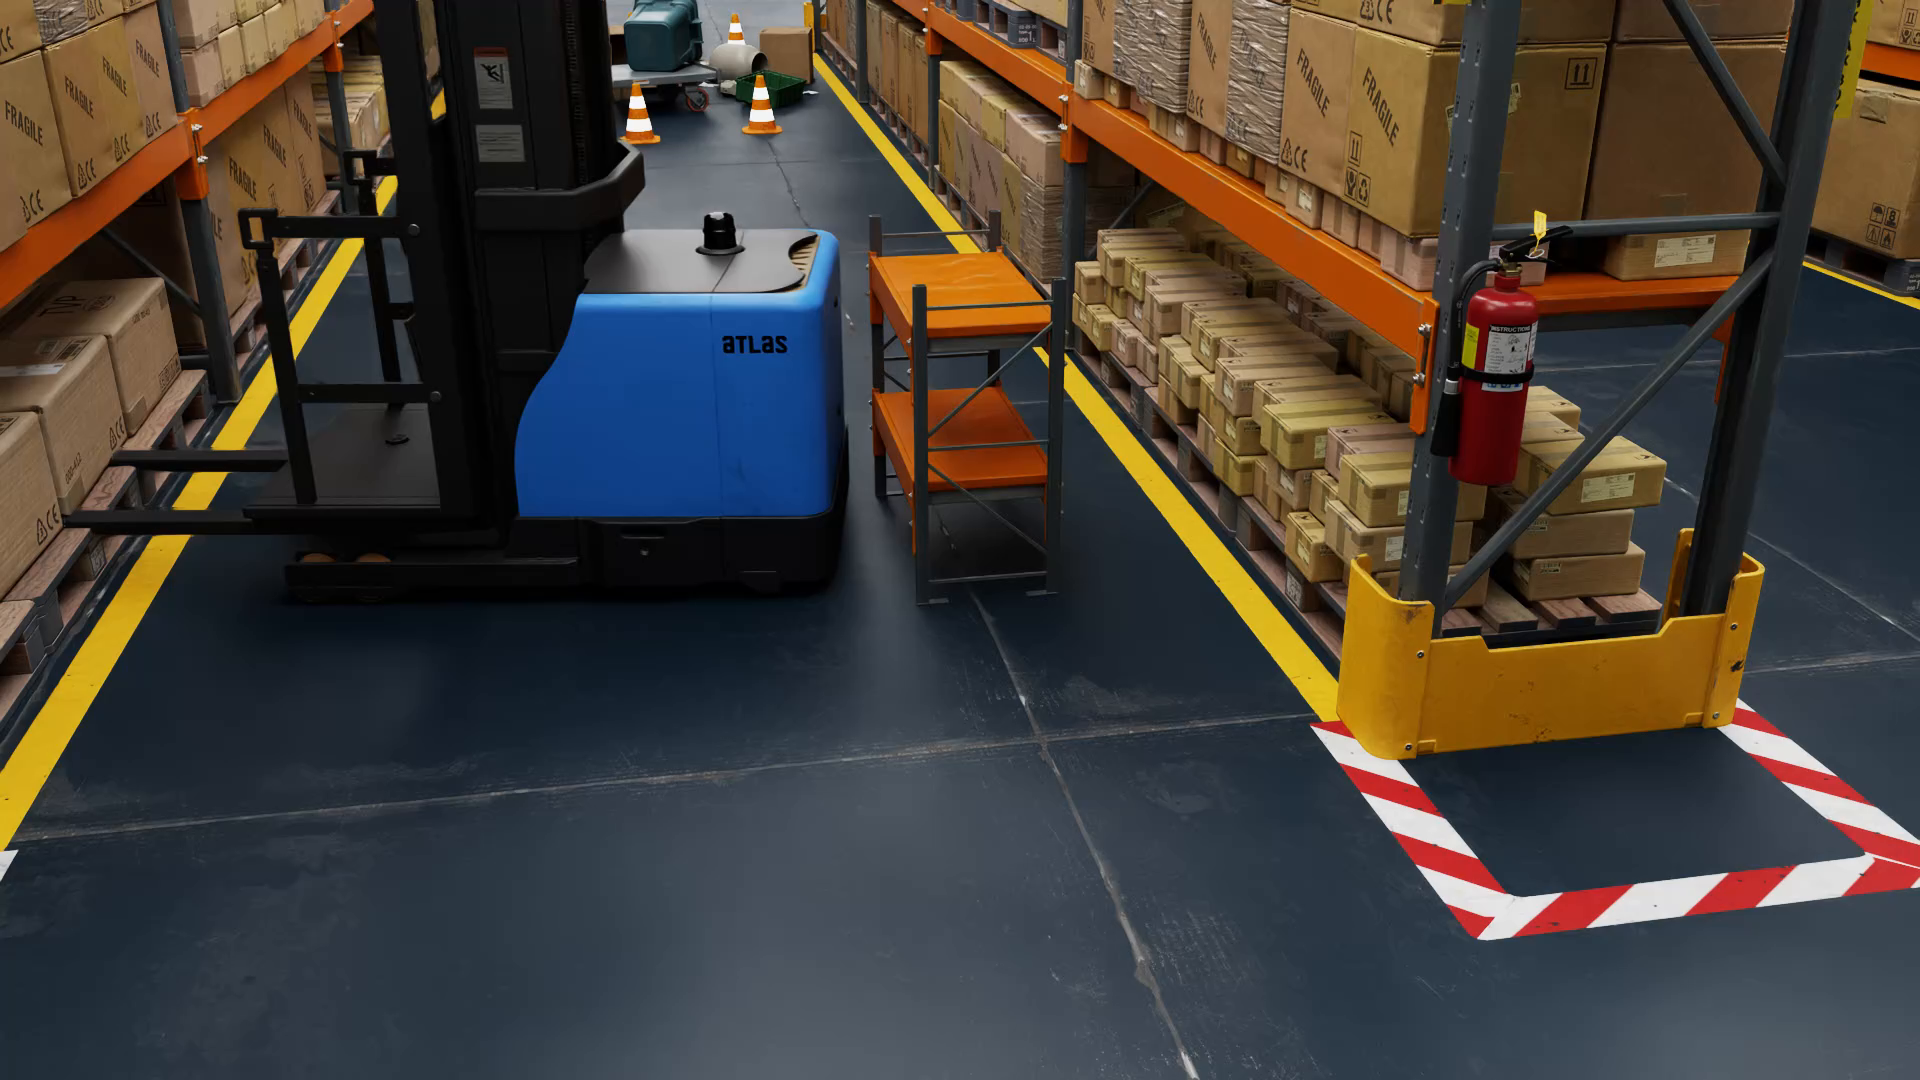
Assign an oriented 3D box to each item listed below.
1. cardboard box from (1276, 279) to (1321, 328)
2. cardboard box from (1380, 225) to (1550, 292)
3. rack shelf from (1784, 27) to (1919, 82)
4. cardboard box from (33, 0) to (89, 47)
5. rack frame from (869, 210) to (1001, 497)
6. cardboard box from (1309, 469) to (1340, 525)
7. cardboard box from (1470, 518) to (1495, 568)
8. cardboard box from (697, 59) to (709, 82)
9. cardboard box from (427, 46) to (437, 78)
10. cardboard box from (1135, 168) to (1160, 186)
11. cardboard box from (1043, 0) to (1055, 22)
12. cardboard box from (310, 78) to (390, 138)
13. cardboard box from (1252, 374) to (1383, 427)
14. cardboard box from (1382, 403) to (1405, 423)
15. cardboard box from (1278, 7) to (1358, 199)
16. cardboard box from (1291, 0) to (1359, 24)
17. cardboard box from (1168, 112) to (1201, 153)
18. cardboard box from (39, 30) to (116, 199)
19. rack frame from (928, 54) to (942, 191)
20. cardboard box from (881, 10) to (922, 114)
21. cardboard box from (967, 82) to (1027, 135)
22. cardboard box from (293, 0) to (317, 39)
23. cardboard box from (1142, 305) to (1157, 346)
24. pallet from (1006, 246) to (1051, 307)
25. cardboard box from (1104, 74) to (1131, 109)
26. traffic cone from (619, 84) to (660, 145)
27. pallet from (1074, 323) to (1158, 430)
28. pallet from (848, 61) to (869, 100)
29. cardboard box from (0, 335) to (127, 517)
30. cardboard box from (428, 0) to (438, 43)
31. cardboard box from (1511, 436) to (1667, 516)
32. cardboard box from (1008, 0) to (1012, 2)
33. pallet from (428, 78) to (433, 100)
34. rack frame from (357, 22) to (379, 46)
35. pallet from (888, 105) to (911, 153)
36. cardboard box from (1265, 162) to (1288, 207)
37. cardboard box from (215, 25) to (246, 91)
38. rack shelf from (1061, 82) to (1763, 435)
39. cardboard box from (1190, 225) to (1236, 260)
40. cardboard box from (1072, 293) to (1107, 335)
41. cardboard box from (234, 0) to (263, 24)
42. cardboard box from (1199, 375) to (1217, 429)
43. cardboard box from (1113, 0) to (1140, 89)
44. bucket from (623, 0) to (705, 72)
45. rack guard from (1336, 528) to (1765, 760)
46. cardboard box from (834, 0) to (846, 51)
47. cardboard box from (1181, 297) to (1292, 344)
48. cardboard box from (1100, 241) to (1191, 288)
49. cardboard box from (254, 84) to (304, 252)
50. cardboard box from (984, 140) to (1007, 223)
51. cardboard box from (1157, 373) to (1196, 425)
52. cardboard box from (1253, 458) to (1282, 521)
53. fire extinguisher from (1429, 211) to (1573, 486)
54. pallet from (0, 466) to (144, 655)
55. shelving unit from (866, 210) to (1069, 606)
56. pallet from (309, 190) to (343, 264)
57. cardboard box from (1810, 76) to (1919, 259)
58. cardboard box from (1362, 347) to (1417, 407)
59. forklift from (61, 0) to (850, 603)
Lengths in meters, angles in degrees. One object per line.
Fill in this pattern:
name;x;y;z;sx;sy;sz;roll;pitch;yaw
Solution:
cardboard box;1.585;-1.025;7.143;0.380;0.149;0.250;-5;24;-12
cardboard box;1.413;-0.808;4.667;0.380;0.149;0.250;-4;24;-10
rack shelf;5.535;-3.174;10.668;1.077;0.370;4.000;-4;24;-10
cardboard box;-3.286;-1.923;5.530;0.500;0.500;0.500;-4;24;-9
rack frame;-0.093;-0.713;6.477;0.500;1.125;0.032;-4;24;-10
cardboard box;1.378;-0.132;5.469;0.380;0.149;0.250;-5;24;-11
cardboard box;1.840;-0.029;5.605;0.380;0.149;0.250;-4;24;-10
cardboard box;-2.595;-4.823;16.961;0.396;0.266;0.258;0;24;-1
cardboard box;-5.267;-4.524;15.771;0.500;0.250;0.500;-3;24;-7
cardboard box;1.135;-2.090;8.950;0.500;0.250;0.500;-5;24;-12
cardboard box;0.651;-2.809;8.722;0.380;0.149;0.250;-4;24;-10
cardboard box;-4.948;-3.356;12.945;0.950;0.372;0.625;-4;24;-8
cardboard box;1.256;-0.466;5.864;0.380;0.149;0.250;-5;24;-12
cardboard box;1.696;-0.471;6.247;0.380;0.149;0.250;-5;24;-12
cardboard box;1.325;-1.359;5.117;0.500;0.500;0.500;-5;24;-11
cardboard box;1.329;-1.817;4.917;0.500;0.500;0.500;-5;24;-12
cardboard box;1.034;-1.624;6.535;0.380;0.149;0.250;-3;24;-7
cardboard box;-3.289;-1.467;5.736;0.500;0.500;0.500;-5;24;-11
rack frame;0.272;-3.963;11.576;1.000;3.000;0.127;-4;24;-10
cardboard box;-0.090;-4.080;14.131;1.050;0.750;0.750;-4;24;-10
cardboard box;0.334;-2.669;10.275;0.500;0.250;0.500;-4;24;-9
cardboard box;-4.115;-3.108;9.807;0.500;0.250;0.500;-4;24;-9
cardboard box;1.027;-0.953;7.350;0.380;0.149;0.250;-6;24;-12
pallet;0.866;-1.418;9.232;1.003;0.211;1.213;-4;24;-10
cardboard box;0.863;-2.043;7.493;0.380;0.149;0.250;-4;24;-8
traffic cone;-2.672;-3.543;13.785;0.336;0.463;0.334;-4;24;-10
pallet;1.171;-0.850;7.932;1.003;0.211;1.213;-4;24;-10
pallet;-0.531;-4.563;16.434;1.003;0.211;1.213;-4;24;-10
cardboard box;-3.657;-0.395;6.082;0.875;0.438;0.875;-5;24;-11
cardboard box;-5.362;-5.072;16.089;0.500;0.500;0.500;-3;24;-7
cardboard box;1.988;-0.206;5.268;0.380;0.149;0.250;-5;24;-12
cardboard box;0.450;-3.225;9.676;0.380;0.149;0.250;-5;24;-11
pallet;-5.472;-4.114;15.405;1.003;0.211;1.213;-4;24;-10
rack frame;-5.314;-5.130;14.248;1.000;3.000;0.127;-4;24;-10
pallet;-0.022;-3.479;13.953;1.003;0.211;1.213;-4;24;-10
cardboard box;1.253;-1.211;5.589;0.380;0.149;0.250;-5;24;-12
cardboard box;-3.753;-2.311;7.980;0.500;0.250;0.500;-5;24;-11
rack shelf;1.382;-1.273;6.316;1.077;0.370;4.000;-4;24;-10
cardboard box;1.333;-1.427;8.064;0.380;0.149;0.250;-4;24;-8
cardboard box;0.763;-1.108;8.077;0.380;0.149;0.250;-5;24;-12
cardboard box;-3.830;-2.741;8.341;0.500;0.250;0.500;-4;24;-9
cardboard box;1.138;-0.534;6.391;0.380;0.149;0.250;-3;24;-7
cardboard box;0.954;-2.164;6.961;0.500;0.500;0.500;-4;24;-10
bucket;-2.758;-4.615;15.261;0.726;0.611;0.620;4;34;9
rack guard;1.737;0.300;4.940;1.175;0.500;0.348;-4;24;-10
cardboard box;-0.852;-5.720;17.730;0.875;0.875;0.875;-5;24;-11
cardboard box;1.129;-0.881;6.812;0.380;0.149;0.250;-5;24;-12
cardboard box;0.865;-1.285;7.737;0.380;0.149;0.250;-3;24;-7
cardboard box;-4.367;-2.146;9.547;0.875;0.875;0.875;-4;24;-9
cardboard box;0.442;-2.113;9.938;0.500;0.500;0.500;-5;24;-11
cardboard box;1.043;-0.601;6.916;0.380;0.149;0.250;-5;24;-11
cardboard box;1.279;-0.194;5.983;0.380;0.149;0.250;-4;24;-9
fire extinguisher;1.344;-0.477;4.156;0.296;0.674;0.183;-4;24;-10
pallet;-3.542;0.080;5.802;1.003;0.211;1.213;-4;24;-10
shelving unit;0.001;-0.513;6.019;0.538;1.125;1.048;-4;24;-10
pallet;-4.502;-1.963;10.481;1.003;0.211;1.213;-4;24;-10
cardboard box;5.767;-2.186;9.637;1.225;0.875;0.875;-4;24;-10
cardboard box;1.729;-0.615;6.205;0.380;0.149;0.250;-3;24;-8
forklift;-1.952;-1.340;5.655;3.031;2.935;1.130;0;24;0
